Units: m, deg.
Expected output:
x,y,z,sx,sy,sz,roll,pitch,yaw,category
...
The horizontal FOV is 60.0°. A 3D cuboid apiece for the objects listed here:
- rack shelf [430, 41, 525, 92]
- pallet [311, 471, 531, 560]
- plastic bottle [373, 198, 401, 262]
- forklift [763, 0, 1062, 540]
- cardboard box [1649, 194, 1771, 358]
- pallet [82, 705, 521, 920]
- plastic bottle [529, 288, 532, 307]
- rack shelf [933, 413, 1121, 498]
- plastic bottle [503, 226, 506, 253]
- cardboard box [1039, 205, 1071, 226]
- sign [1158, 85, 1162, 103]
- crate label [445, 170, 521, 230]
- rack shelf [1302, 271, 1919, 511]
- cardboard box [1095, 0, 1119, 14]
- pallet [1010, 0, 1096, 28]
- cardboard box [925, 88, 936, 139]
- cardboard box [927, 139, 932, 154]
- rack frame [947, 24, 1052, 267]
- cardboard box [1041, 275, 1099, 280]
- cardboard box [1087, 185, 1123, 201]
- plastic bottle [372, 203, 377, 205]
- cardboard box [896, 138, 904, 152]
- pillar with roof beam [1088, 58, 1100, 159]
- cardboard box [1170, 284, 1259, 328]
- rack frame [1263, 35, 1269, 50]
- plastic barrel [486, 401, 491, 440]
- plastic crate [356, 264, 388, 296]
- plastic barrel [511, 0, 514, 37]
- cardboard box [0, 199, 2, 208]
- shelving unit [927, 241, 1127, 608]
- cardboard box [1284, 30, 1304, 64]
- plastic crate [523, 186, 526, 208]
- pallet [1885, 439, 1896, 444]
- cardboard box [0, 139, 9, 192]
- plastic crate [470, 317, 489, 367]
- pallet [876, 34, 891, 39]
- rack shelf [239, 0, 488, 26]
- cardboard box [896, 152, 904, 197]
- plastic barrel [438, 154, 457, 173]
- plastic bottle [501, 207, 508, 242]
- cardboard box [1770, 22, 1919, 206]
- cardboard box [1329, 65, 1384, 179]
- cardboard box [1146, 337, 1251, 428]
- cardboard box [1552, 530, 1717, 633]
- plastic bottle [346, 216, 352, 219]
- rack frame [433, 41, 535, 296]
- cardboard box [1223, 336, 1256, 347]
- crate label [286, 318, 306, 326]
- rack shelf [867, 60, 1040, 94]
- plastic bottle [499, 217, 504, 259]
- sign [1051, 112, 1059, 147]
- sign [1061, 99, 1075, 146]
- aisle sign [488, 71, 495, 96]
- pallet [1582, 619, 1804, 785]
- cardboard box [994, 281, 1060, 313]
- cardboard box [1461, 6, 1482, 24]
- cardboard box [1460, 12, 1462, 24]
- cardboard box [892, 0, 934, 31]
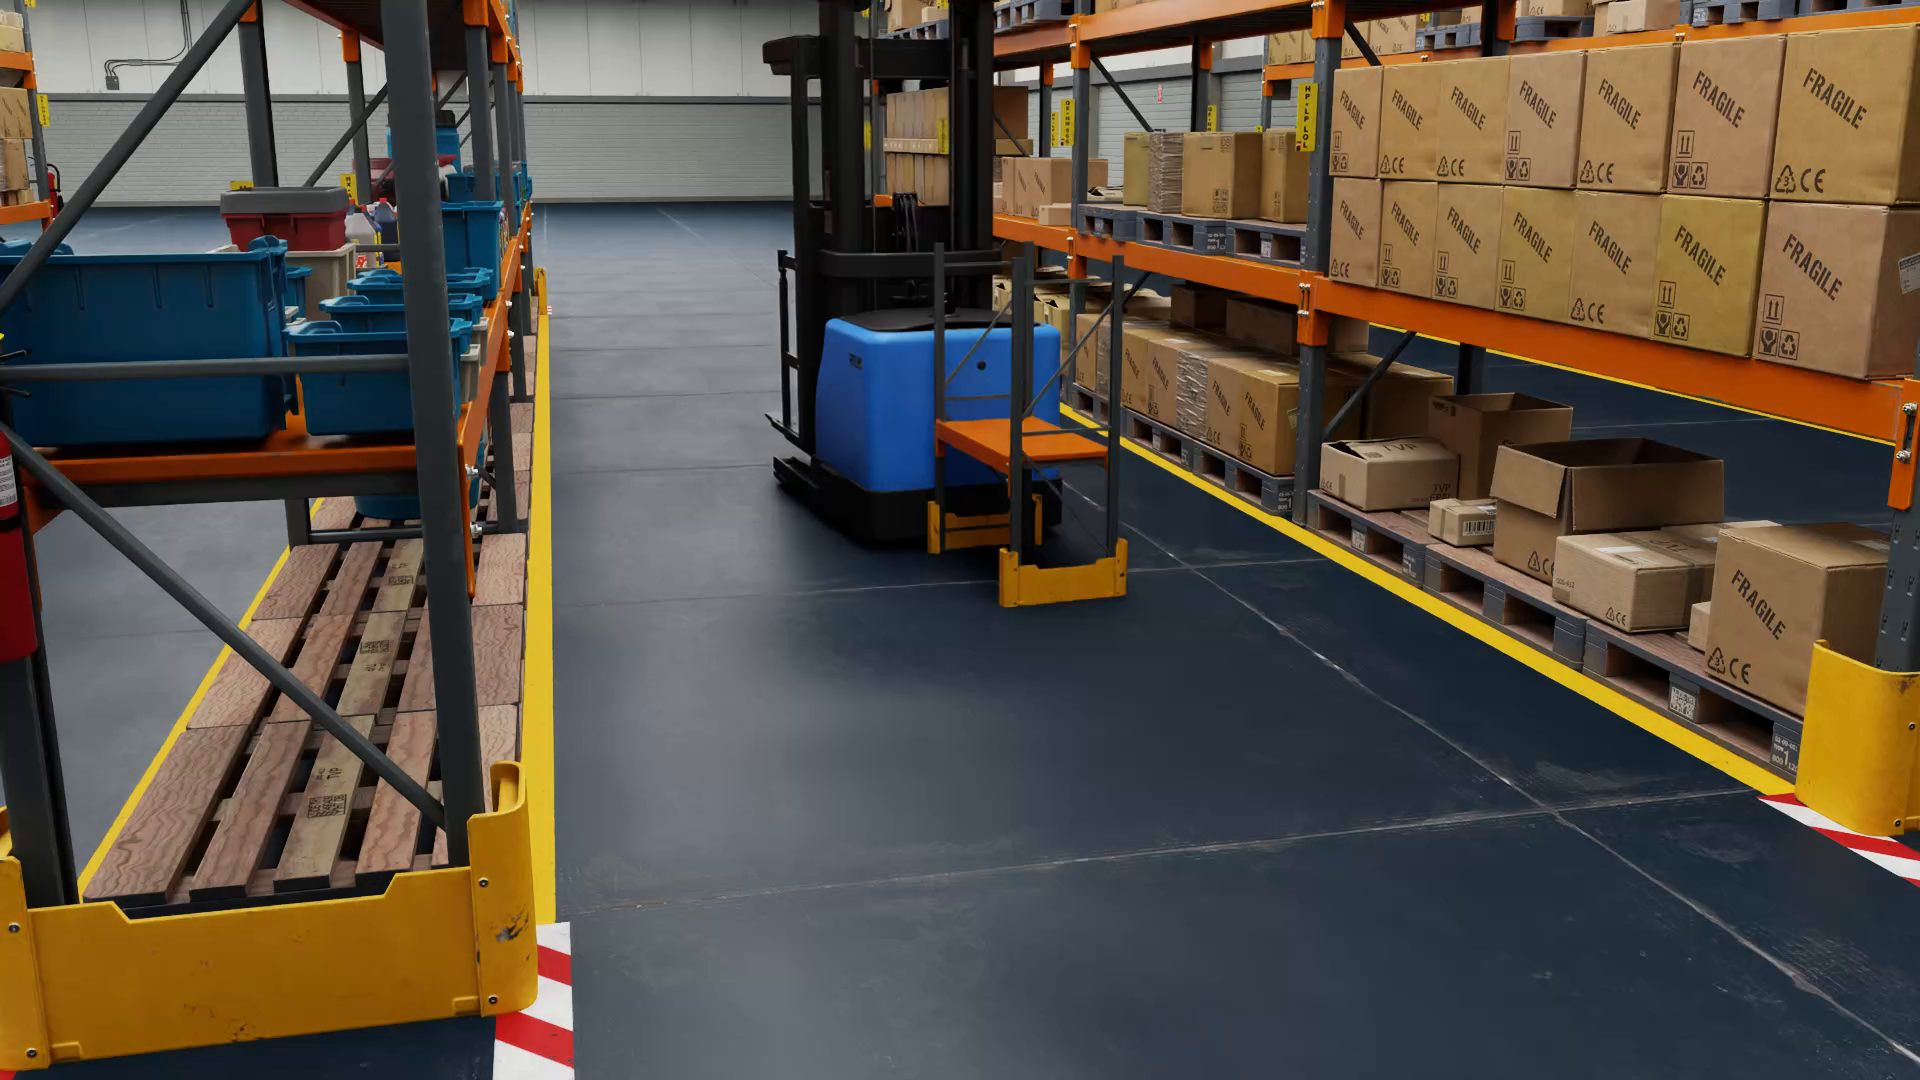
x,y,z,sx,sy,sz,roll,pitch,yaw,category
-4.909,-4.701,16.545,1.077,0.370,4.000,-3,14,-13,rack shelf
-2.701,-0.112,8.442,1.003,0.211,1.213,-3,14,-13,pallet
-3.237,-1.750,9.374,0.144,0.351,0.185,-3,14,-13,plastic bottle
-0.451,-1.728,9.322,1.130,2.935,3.031,-5,15,-19,forklift
2.700,-0.895,5.561,0.500,0.500,0.500,-3,14,-13,cardboard box
-1.777,0.798,4.715,1.003,0.211,1.213,-3,14,-13,pallet
-4.489,-2.487,17.097,0.152,0.276,0.135,-3,14,-13,plastic bottle
0.286,-0.403,7.672,0.538,0.185,1.000,-5,15,-19,rack shelf
-2.790,-1.828,10.007,0.097,0.201,0.097,0,14,0,plastic bottle
0.836,-2.555,13.093,0.380,0.149,0.250,-3,14,-13,cardboard box
3.399,-7.584,28.264,0.001,0.298,0.199,-3,14,-13,sign
-3.470,-2.471,12.146,0.502,0.435,0.616,-3,14,-13,crate label
2.725,-0.751,6.697,1.077,0.370,4.000,-3,14,-13,rack shelf
1.451,-3.892,11.505,0.910,0.500,0.500,-3,14,-13,cardboard box
1.069,-4.002,12.564,1.213,0.211,1.003,-3,14,-11,pallet
0.029,-4.420,17.256,0.700,0.500,0.500,-3,14,-13,cardboard box
-0.133,-4.057,17.134,0.380,0.149,0.250,-3,14,-13,cardboard box
0.376,-3.407,16.054,1.000,3.000,0.127,-3,14,-13,rack frame
0.993,-2.236,14.985,0.500,0.311,0.500,-3,14,-13,cardboard box
1.294,-2.659,13.176,0.500,0.311,0.500,-3,14,-14,cardboard box
-3.712,-2.001,10.568,0.097,0.271,0.097,0,14,0,plastic bottle
-0.501,-4.415,18.599,0.380,0.149,0.250,-4,14,-14,cardboard box
-1.747,-9.937,30.138,9.100,9.000,0.400,-3,14,-13,pillar with roof beam
1.781,-1.633,11.551,0.500,0.250,0.500,-3,14,-11,cardboard box
4.251,-7.521,20.253,1.000,3.000,0.127,-3,14,-13,rack frame
-3.103,-0.870,9.862,0.600,0.588,0.708,-3,14,-13,plastic barrel
-2.590,-1.072,6.926,0.396,0.136,0.243,-3,14,-13,plastic crate
-4.109,-4.728,14.081,0.600,0.901,0.708,-3,14,-13,plastic barrel
-9.471,-3.262,15.990,0.380,0.149,0.250,-3,14,-13,cardboard box
0.290,-0.575,7.621,0.587,1.500,1.083,-5,15,-19,shelving unit
4.178,-5.906,19.706,0.500,0.500,0.500,-2,14,-9,cardboard box
-4.484,-3.358,16.299,0.450,0.188,0.662,-3,14,-13,plastic crate
6.815,-0.658,10.676,1.003,0.211,1.213,-3,14,-13,pallet
-9.781,-3.617,16.075,0.875,0.500,0.500,-3,14,-13,cardboard box
-1.513,-0.575,4.891,0.250,0.136,0.298,-3,14,-13,plastic crate
-0.422,-5.580,18.812,1.003,0.211,1.213,-3,14,-13,pallet
-2.091,-1.933,5.214,1.077,0.370,4.000,-3,14,-13,rack shelf
-0.338,-4.150,18.881,0.700,0.500,0.500,-3,14,-12,cardboard box
-4.428,-2.965,13.958,0.433,0.535,0.433,0,14,0,plastic barrel
-2.936,-2.030,10.662,0.061,0.283,0.133,-3,14,-13,plastic bottle
2.823,-1.261,4.950,0.500,0.500,0.500,-3,14,-14,cardboard box
2.092,-1.972,7.860,0.500,0.500,0.500,-3,14,-12,cardboard box
1.514,-1.007,10.567,0.500,0.500,0.500,-4,14,-15,cardboard box
2.633,0.150,6.358,0.500,0.250,0.500,-3,14,-13,cardboard box
-3.258,-1.585,8.854,0.152,0.276,0.135,-3,14,-13,plastic bottle
-5.379,-4.055,18.704,1.000,3.000,0.127,-3,14,-13,rack frame
2.014,-1.041,10.709,0.500,0.500,0.500,-4,14,-15,cardboard box
-2.132,-0.574,4.884,0.396,0.136,0.243,-3,14,-13,crate label
-0.093,-4.977,17.672,1.077,0.370,4.000,-3,14,-13,rack shelf
-2.647,-1.746,9.500,0.061,0.283,0.133,-3,14,-13,plastic bottle
0.901,-3.964,16.059,0.100,0.325,0.005,-3,14,-13,sign
0.777,-3.015,12.010,0.100,0.325,0.005,-3,14,-13,sign
-5.107,-5.351,18.532,0.394,0.787,0.004,-3,14,-13,aisle sign
2.989,0.514,5.878,1.003,0.211,1.213,-3,14,-13,pallet
0.594,-2.084,14.366,0.500,0.311,0.500,-3,14,-12,cardboard box
5.241,-5.264,16.235,0.500,0.500,0.500,-1,14,-5,cardboard box
5.321,-5.327,17.338,0.500,0.500,0.500,-3,14,-11,cardboard box
-0.439,-5.710,17.766,0.500,0.500,0.500,-3,14,-13,cardboard box
